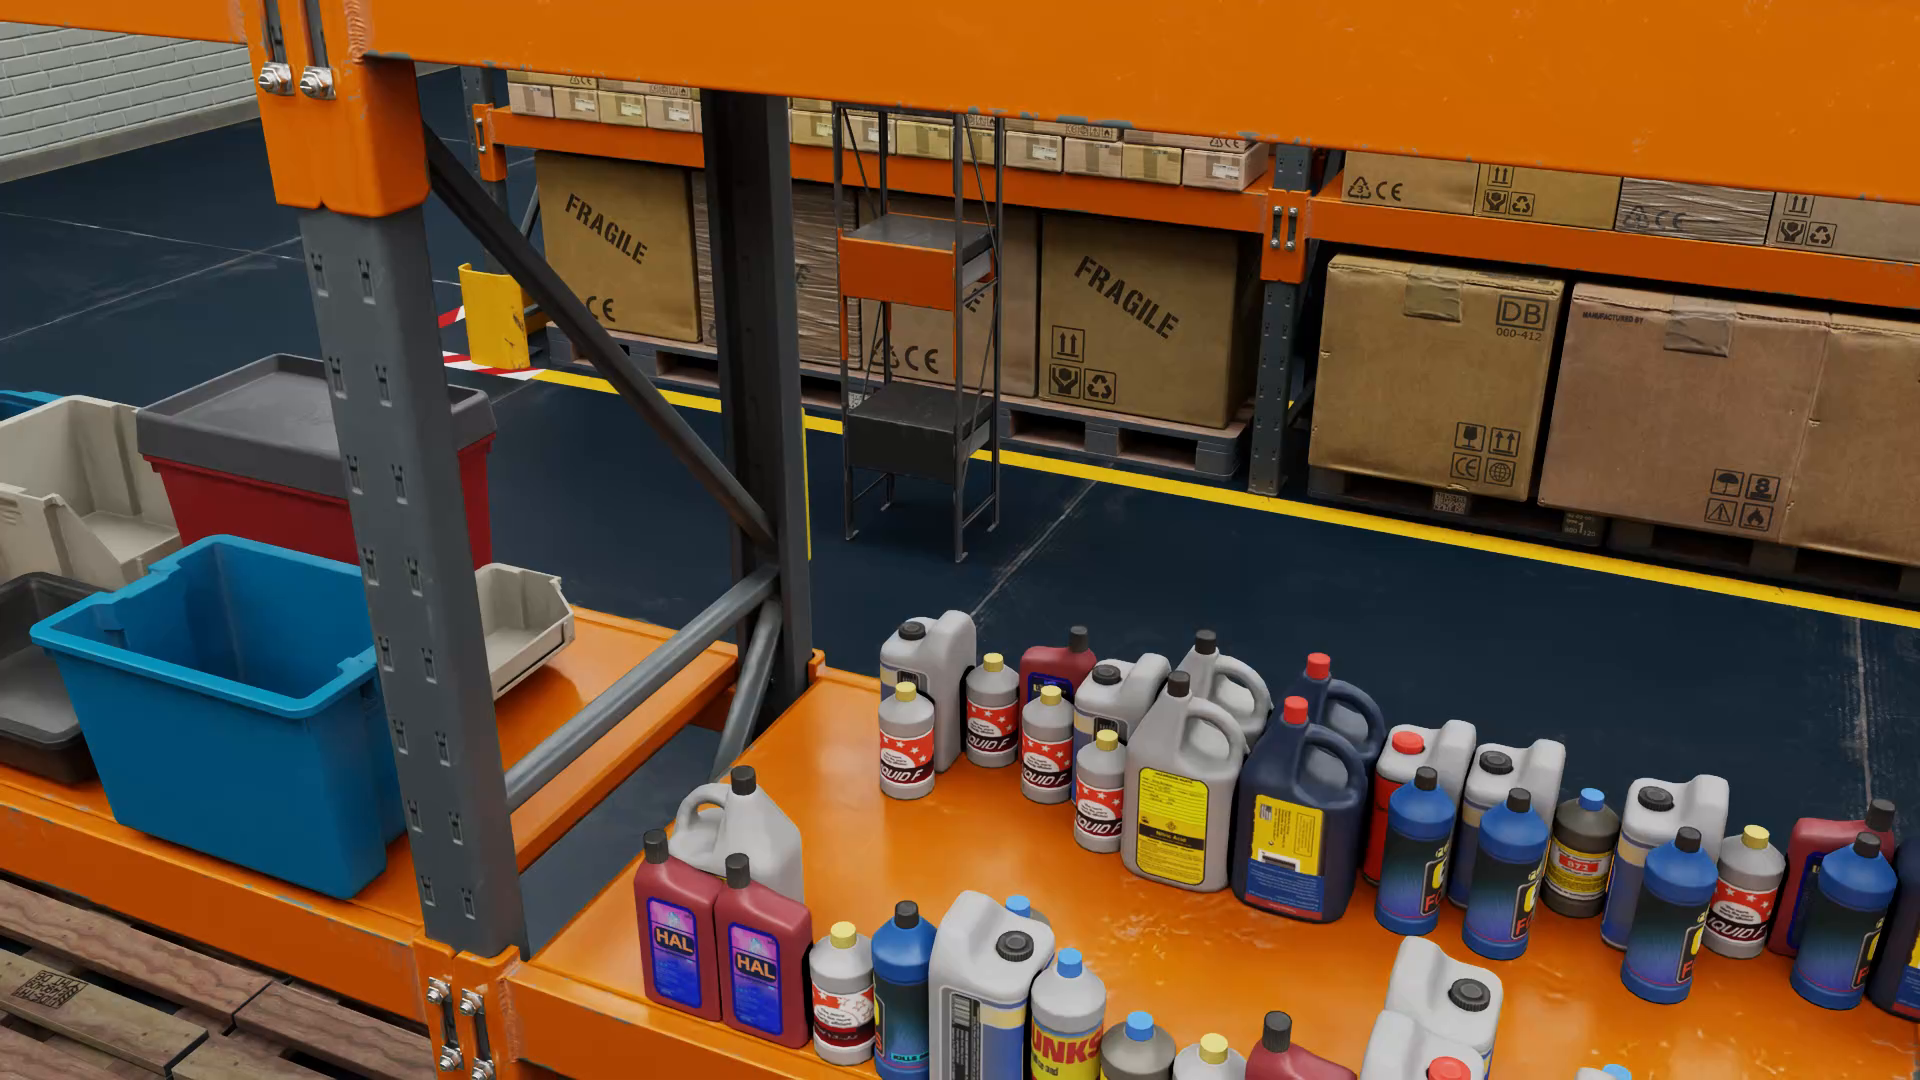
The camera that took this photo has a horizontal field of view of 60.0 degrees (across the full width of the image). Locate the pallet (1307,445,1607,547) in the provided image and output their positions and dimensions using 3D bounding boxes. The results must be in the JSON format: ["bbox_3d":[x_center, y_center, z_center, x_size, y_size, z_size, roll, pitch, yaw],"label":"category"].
[{"bbox_3d":[2.233,-0.373,7.269,1.213,0.211,1.003,11,28,22],"label":"pallet"}]

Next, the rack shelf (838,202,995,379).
[{"bbox_3d":[-0.151,-0.960,6.354,0.480,0.518,0.431,11,28,22],"label":"rack shelf"}]

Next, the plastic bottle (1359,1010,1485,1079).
[{"bbox_3d":[0.556,0.719,2.034,0.135,0.276,0.152,11,28,22],"label":"plastic bottle"}]

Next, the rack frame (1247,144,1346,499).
[{"bbox_3d":[1.499,-1.735,6.878,0.127,3.000,1.000,11,28,22],"label":"rack frame"}]

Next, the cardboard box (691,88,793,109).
[{"bbox_3d":[-0.885,-2.151,7.555,0.500,0.250,0.500,10,28,20],"label":"cardboard box"}]

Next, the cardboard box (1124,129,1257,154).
[{"bbox_3d":[0.989,-1.777,6.795,0.500,0.250,0.500,11,28,21],"label":"cardboard box"}]

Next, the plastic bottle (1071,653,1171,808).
[{"bbox_3d":[0.274,0.321,2.843,0.135,0.276,0.152,11,28,22],"label":"plastic bottle"}]

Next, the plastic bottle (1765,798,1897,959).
[{"bbox_3d":[1.297,0.501,2.469,0.133,0.283,0.061,11,28,22],"label":"plastic bottle"}]

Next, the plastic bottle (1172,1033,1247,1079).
[{"bbox_3d":[0.317,0.718,2.121,0.097,0.201,0.097,0,26,0],"label":"plastic bottle"}]

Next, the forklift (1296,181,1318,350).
[{"bbox_3d":[3.199,-2.291,8.084,3.031,2.935,1.130,10,28,19],"label":"forklift"}]

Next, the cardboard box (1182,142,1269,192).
[{"bbox_3d":[1.086,-1.546,6.780,0.250,0.149,0.380,12,28,22],"label":"cardboard box"}]

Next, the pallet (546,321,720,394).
[{"bbox_3d":[-1.381,-1.101,8.747,1.213,0.211,1.003,11,28,22],"label":"pallet"}]

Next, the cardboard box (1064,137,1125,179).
[{"bbox_3d":[0.618,-1.640,6.970,0.250,0.149,0.380,11,28,21],"label":"cardboard box"}]

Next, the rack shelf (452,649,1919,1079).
[{"bbox_3d":[1.270,0.945,2.249,4.000,0.370,1.077,11,28,22],"label":"rack shelf"}]

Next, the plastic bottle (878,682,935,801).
[{"bbox_3d":[-0.093,0.341,2.886,0.097,0.201,0.097,0,26,0],"label":"plastic bottle"}]

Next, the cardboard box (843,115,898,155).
[{"bbox_3d":[-0.315,-1.828,7.352,0.250,0.149,0.380,12,29,23],"label":"cardboard box"}]

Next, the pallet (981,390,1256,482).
[{"bbox_3d":[0.840,-0.655,7.841,1.213,0.211,1.003,11,28,22],"label":"pallet"}]

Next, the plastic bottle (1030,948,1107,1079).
[{"bbox_3d":[0.140,0.651,2.177,0.097,0.271,0.097,0,26,0],"label":"plastic bottle"}]

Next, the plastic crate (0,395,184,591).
[{"bbox_3d":[-1.865,-0.071,3.564,0.530,0.282,0.437,11,28,22],"label":"plastic crate"}]

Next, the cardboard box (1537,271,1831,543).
[{"bbox_3d":[2.904,-0.698,6.702,0.875,0.875,1.225,10,28,20],"label":"cardboard box"}]

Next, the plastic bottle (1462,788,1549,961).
[{"bbox_3d":[0.821,0.493,2.498,0.097,0.271,0.097,0,26,0],"label":"plastic bottle"}]

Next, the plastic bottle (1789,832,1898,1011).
[{"bbox_3d":[1.280,0.541,2.400,0.097,0.271,0.097,0,26,0],"label":"plastic bottle"}]

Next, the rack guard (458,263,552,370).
[{"bbox_3d":[-2.164,-1.349,8.925,0.348,0.500,1.175,11,28,22],"label":"rack guard"}]

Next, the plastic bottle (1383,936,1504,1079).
[{"bbox_3d":[0.619,0.658,2.158,0.135,0.276,0.152,11,28,22],"label":"plastic bottle"}]

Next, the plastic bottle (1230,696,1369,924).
[{"bbox_3d":[0.530,0.407,2.584,0.185,0.351,0.144,11,28,22],"label":"plastic bottle"}]

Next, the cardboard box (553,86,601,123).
[{"bbox_3d":[-1.721,-2.110,7.924,0.250,0.149,0.380,11,28,21],"label":"cardboard box"}]

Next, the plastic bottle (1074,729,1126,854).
[{"bbox_3d":[0.240,0.408,2.750,0.097,0.201,0.097,0,26,0],"label":"plastic bottle"}]

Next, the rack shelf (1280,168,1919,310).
[{"bbox_3d":[3.320,-1.047,6.295,4.000,0.370,1.077,11,28,22],"label":"rack shelf"}]

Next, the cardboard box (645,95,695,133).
[{"bbox_3d":[-1.250,-2.016,7.733,0.250,0.149,0.380,11,28,21],"label":"cardboard box"}]

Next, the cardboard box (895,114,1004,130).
[{"bbox_3d":[0.052,-1.963,7.175,0.500,0.250,0.500,12,29,23],"label":"cardboard box"}]

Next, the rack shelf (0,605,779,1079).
[{"bbox_3d":[-2.371,0.213,3.735,4.000,0.370,1.077,11,28,22],"label":"rack shelf"}]

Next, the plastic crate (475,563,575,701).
[{"bbox_3d":[-0.915,0.205,3.168,0.243,0.136,0.396,11,28,22],"label":"plastic crate"}]

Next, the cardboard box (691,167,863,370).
[{"bbox_3d":[-0.698,-1.450,8.230,0.875,0.875,0.875,11,28,22],"label":"cardboard box"}]

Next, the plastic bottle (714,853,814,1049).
[{"bbox_3d":[-0.272,0.572,2.325,0.133,0.283,0.061,11,28,22],"label":"plastic bottle"}]

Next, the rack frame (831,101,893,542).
[{"bbox_3d":[-0.373,-1.017,6.438,0.015,2.100,0.400,11,28,22],"label":"rack frame"}]

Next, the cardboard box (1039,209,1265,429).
[{"bbox_3d":[0.932,-1.123,7.565,0.875,0.875,0.875,11,28,22],"label":"cardboard box"}]

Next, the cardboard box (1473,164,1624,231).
[{"bbox_3d":[2.273,-1.504,6.295,0.500,0.500,0.500,11,28,22],"label":"cardboard box"}]

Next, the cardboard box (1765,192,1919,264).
[{"bbox_3d":[3.201,-1.320,5.921,0.500,0.500,0.500,12,29,23],"label":"cardboard box"}]

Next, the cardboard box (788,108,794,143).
[{"bbox_3d":[-0.784,-1.922,7.542,0.250,0.149,0.380,11,28,21],"label":"cardboard box"}]

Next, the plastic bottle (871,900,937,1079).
[{"bbox_3d":[-0.071,0.609,2.264,0.097,0.271,0.097,0,26,0],"label":"plastic bottle"}]

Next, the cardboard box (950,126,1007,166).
[{"bbox_3d":[0.149,-1.734,7.161,0.250,0.149,0.380,12,29,23],"label":"cardboard box"}]

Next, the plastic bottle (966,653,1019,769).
[{"bbox_3d":[0.059,0.298,2.974,0.097,0.201,0.097,0,26,0],"label":"plastic bottle"}]

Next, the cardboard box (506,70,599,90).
[{"bbox_3d":[-1.817,-2.336,7.933,0.500,0.250,0.500,11,28,20],"label":"cardboard box"}]

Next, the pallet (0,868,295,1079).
[{"bbox_3d":[-2.351,1.166,4.143,1.213,0.211,1.003,11,28,22],"label":"pallet"}]

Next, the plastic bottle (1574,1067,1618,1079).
[{"bbox_3d":[0.767,0.762,1.948,0.135,0.276,0.152,11,28,22],"label":"plastic bottle"}]

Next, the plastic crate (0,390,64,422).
[{"bbox_3d":[-2.216,-0.154,3.789,0.300,0.233,0.416,11,28,22],"label":"plastic crate"}]

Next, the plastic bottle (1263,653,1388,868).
[{"bbox_3d":[0.590,0.349,2.701,0.185,0.351,0.144,11,28,22],"label":"plastic bottle"}]

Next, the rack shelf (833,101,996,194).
[{"bbox_3d":[-0.151,-1.588,6.045,0.480,0.518,0.431,11,28,22],"label":"rack shelf"}]

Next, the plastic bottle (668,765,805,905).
[{"bbox_3d":[-0.328,0.481,2.434,0.185,0.351,0.144,11,28,22],"label":"plastic bottle"}]

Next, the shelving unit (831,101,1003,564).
[{"bbox_3d":[-0.151,-0.972,6.348,0.503,2.100,0.431,11,28,22],"label":"shelving unit"}]

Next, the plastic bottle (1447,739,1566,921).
[{"bbox_3d":[0.856,0.438,2.605,0.135,0.276,0.152,11,28,22],"label":"plastic bottle"}]

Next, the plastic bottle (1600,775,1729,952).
[{"bbox_3d":[1.067,0.480,2.519,0.135,0.276,0.152,11,28,22],"label":"plastic bottle"}]
